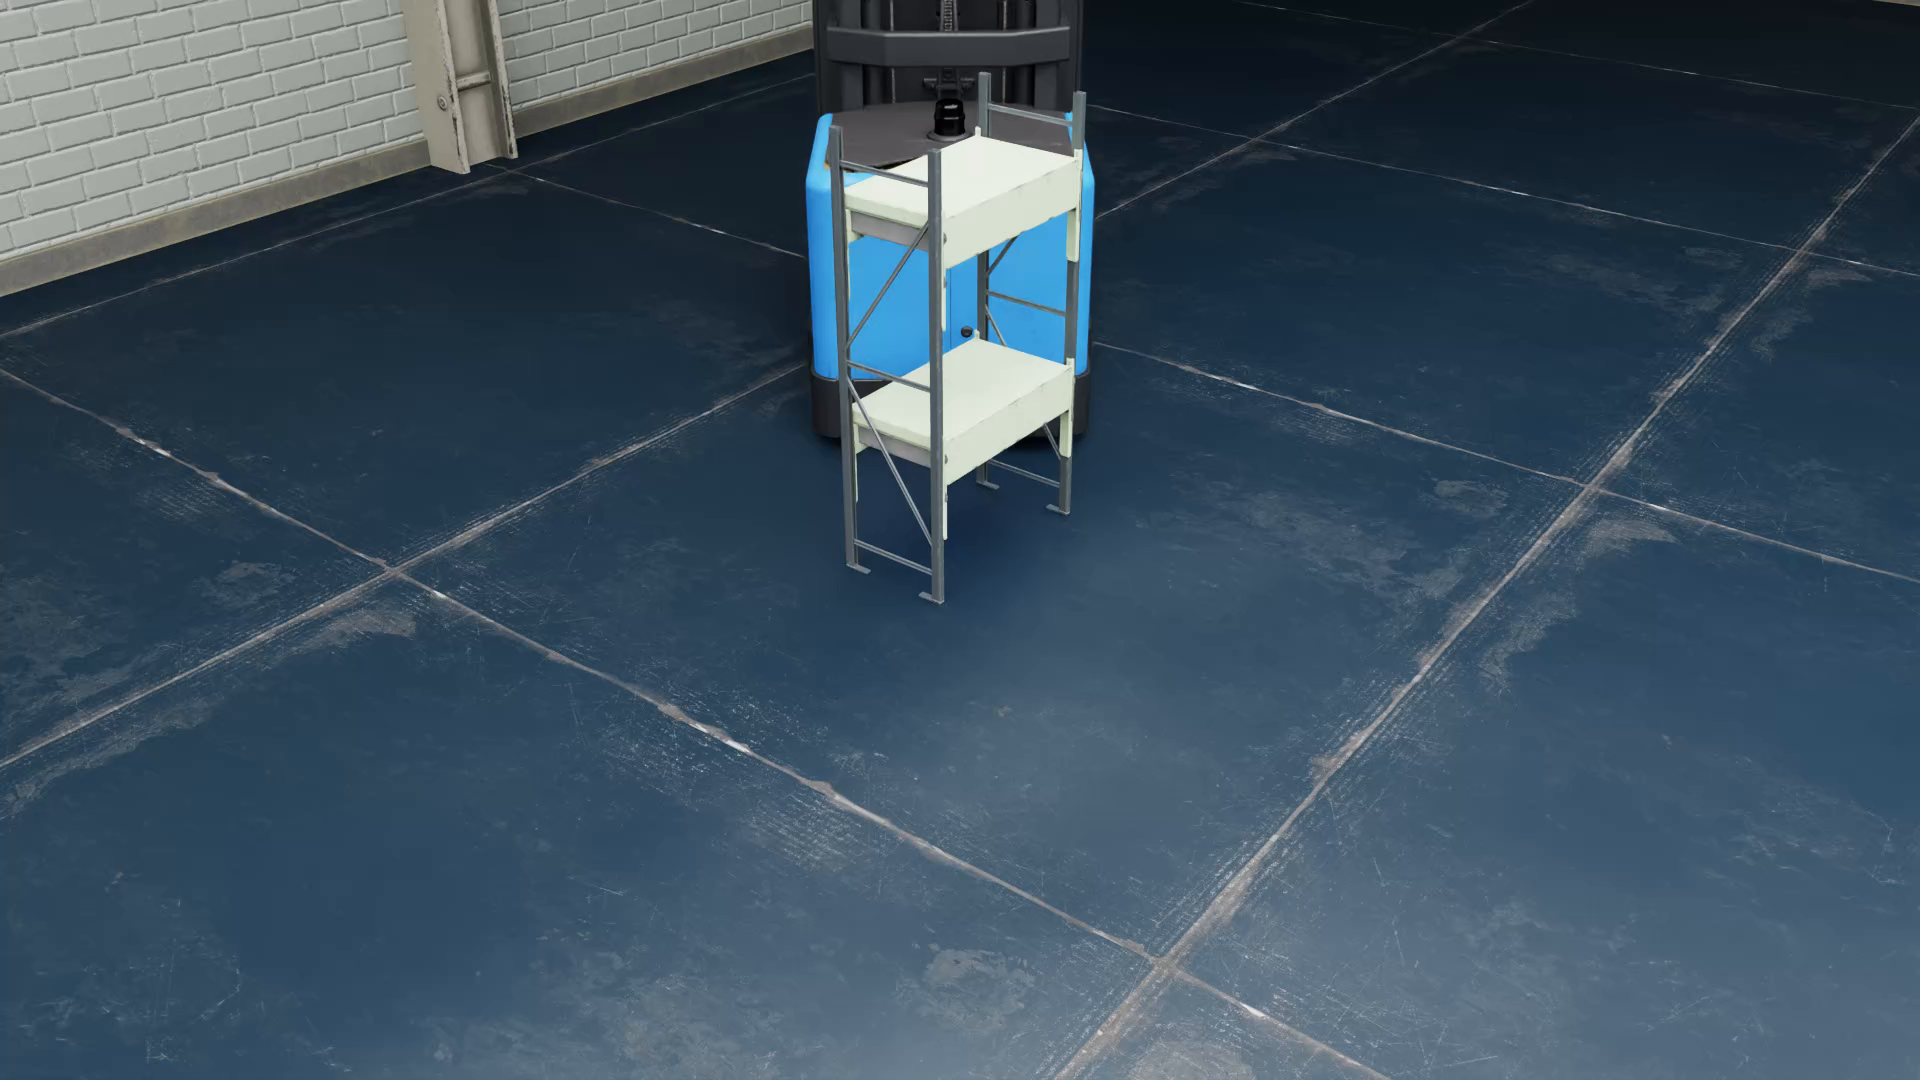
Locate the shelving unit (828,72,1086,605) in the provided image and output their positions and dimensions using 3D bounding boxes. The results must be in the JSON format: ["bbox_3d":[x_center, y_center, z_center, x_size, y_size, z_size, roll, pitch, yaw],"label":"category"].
[{"bbox_3d":[0.004,-0.648,5.372,0.431,1.500,0.755,21,37,31],"label":"shelving unit"}]

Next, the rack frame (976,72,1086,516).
[{"bbox_3d":[0.225,-0.797,5.623,0.400,1.500,0.023,21,37,31],"label":"rack frame"}]

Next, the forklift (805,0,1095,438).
[{"bbox_3d":[-0.052,-2.355,6.849,1.130,2.935,3.031,0,31,-1],"label":"forklift"}]

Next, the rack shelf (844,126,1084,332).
[{"bbox_3d":[0.004,-0.984,5.173,0.431,0.370,0.720,21,37,31],"label":"rack shelf"}]

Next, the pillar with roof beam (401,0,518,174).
[{"bbox_3d":[0.695,-4.684,4.828,9.100,9.000,0.400,21,37,31],"label":"pillar with roof beam"}]

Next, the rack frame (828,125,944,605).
[{"bbox_3d":[-0.217,-0.499,5.121,0.400,1.500,0.023,21,37,31],"label":"rack frame"}]

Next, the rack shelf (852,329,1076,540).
[{"bbox_3d":[0.004,-0.367,5.538,0.431,0.370,0.720,21,37,31],"label":"rack shelf"}]
